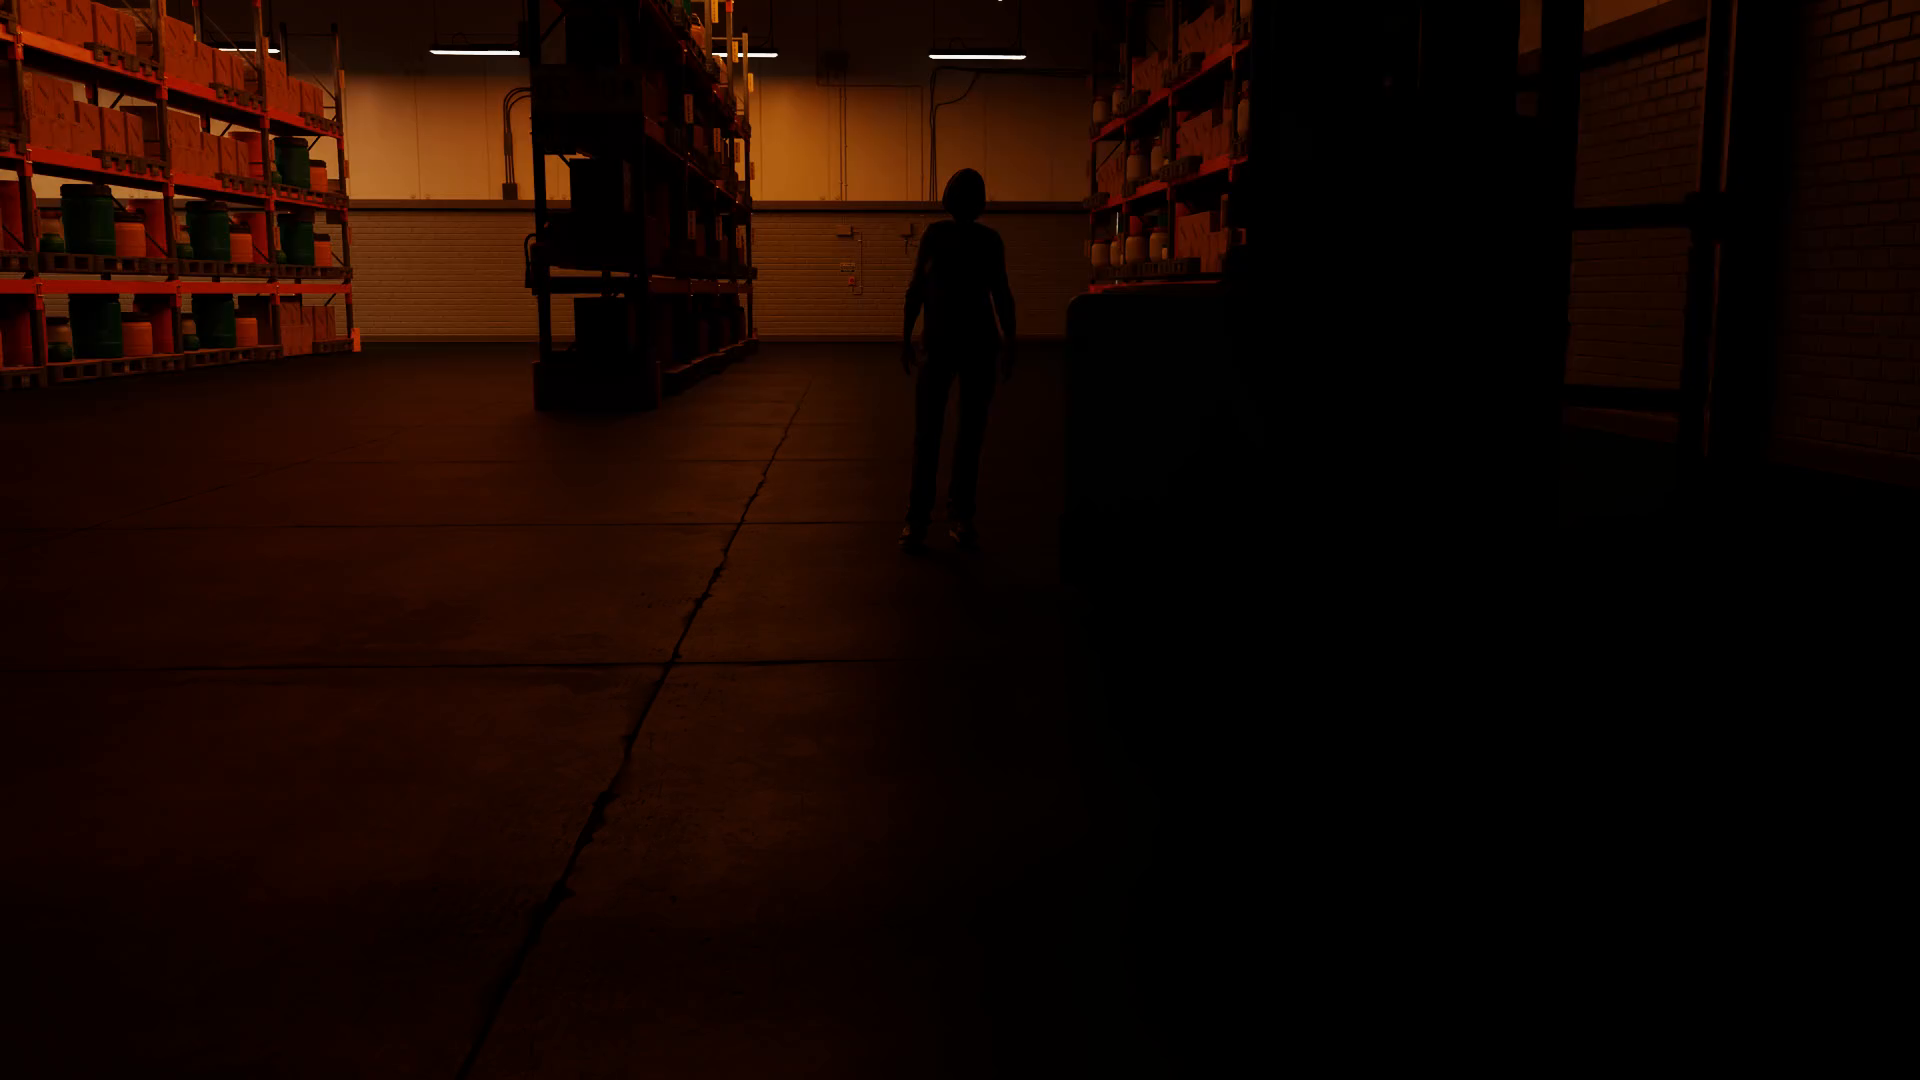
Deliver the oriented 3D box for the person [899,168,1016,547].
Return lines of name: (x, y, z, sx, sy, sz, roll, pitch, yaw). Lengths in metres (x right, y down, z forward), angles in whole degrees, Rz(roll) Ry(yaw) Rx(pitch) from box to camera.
person: (-0.010, -0.787, 7.118, 0.519, 1.598, 0.474, -1, 8, -4)

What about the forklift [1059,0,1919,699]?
forklift: (1.626, -1.105, 4.769, 1.130, 2.935, 3.031, -6, 10, -36)
